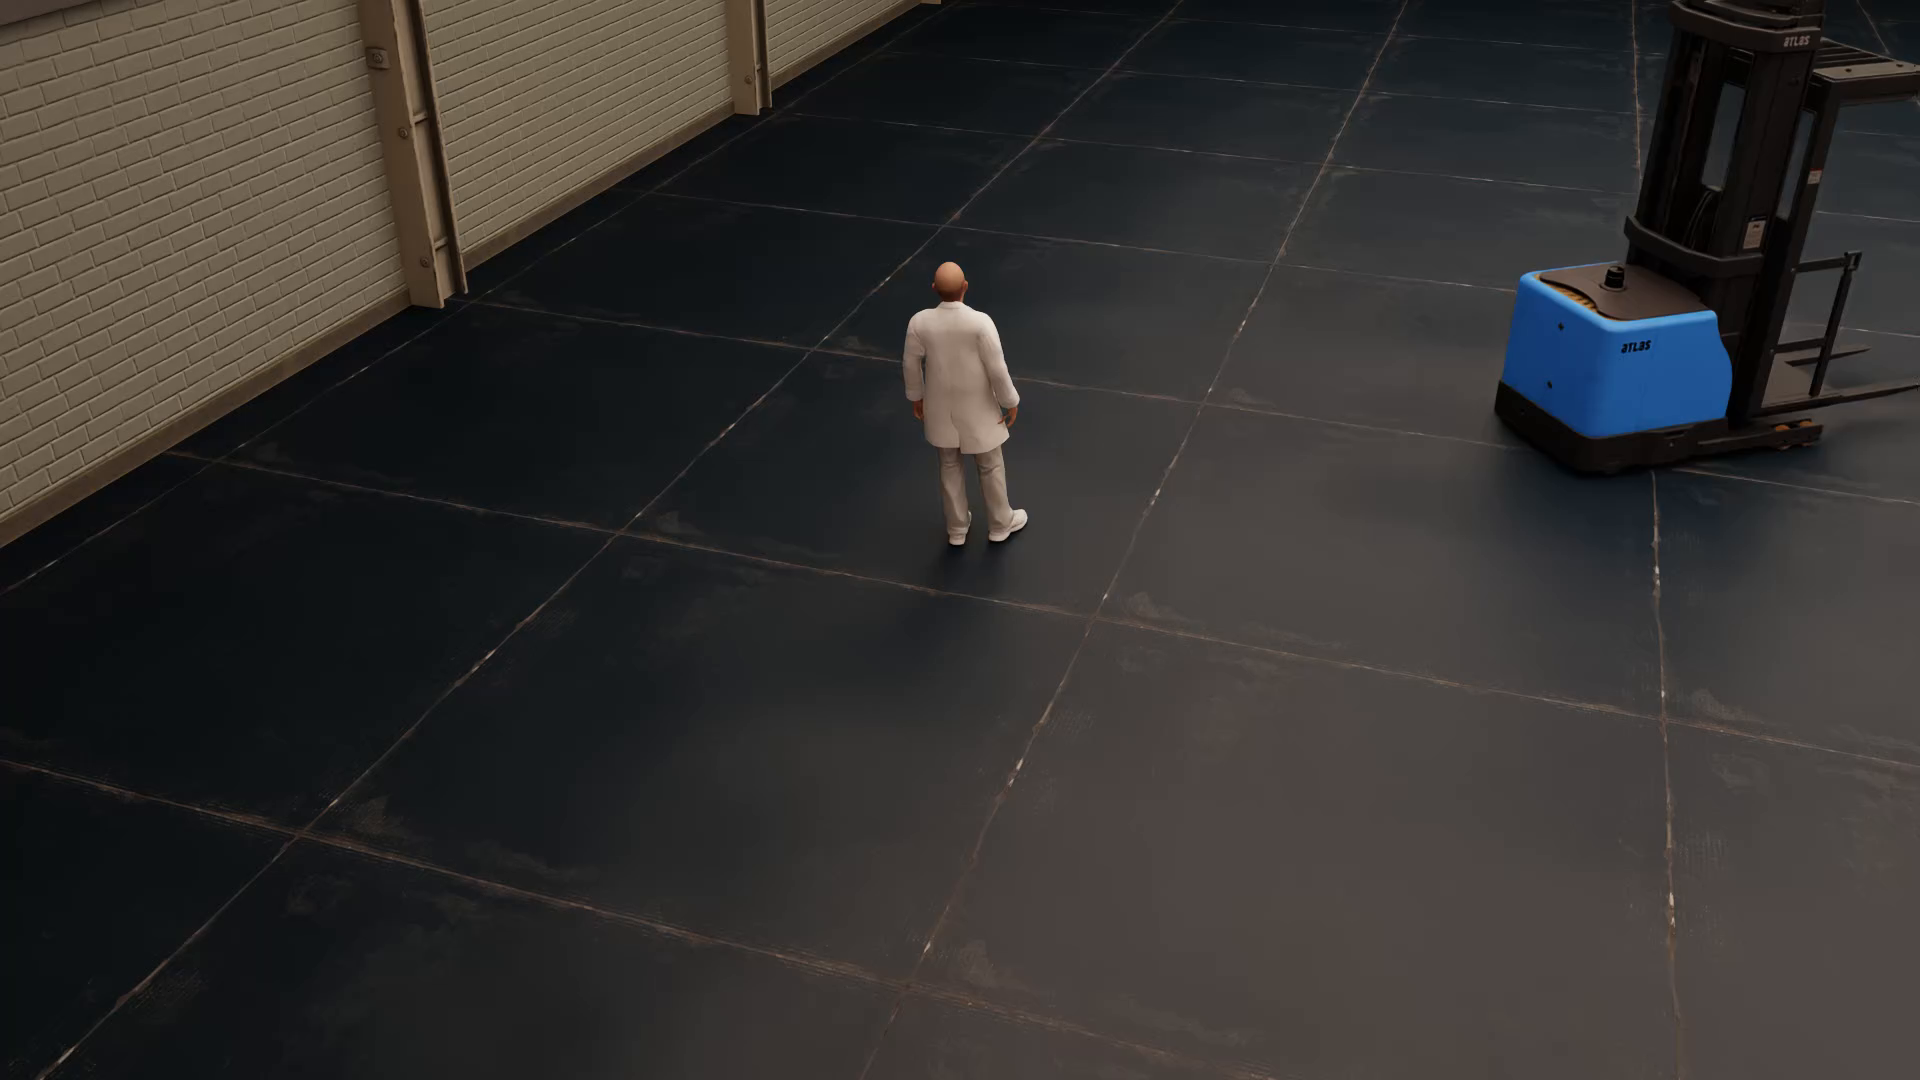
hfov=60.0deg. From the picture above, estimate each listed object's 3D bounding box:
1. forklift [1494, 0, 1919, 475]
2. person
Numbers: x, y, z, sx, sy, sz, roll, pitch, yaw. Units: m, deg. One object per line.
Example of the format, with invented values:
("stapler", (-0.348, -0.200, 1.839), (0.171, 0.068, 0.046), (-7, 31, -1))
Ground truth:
("forklift", (5.273, -2.115, 10.847), (3.031, 2.935, 1.130), (-9, 31, -16))
("person", (0.034, -0.820, 9.725), (0.696, 1.775, 0.581), (10, 31, 16))
